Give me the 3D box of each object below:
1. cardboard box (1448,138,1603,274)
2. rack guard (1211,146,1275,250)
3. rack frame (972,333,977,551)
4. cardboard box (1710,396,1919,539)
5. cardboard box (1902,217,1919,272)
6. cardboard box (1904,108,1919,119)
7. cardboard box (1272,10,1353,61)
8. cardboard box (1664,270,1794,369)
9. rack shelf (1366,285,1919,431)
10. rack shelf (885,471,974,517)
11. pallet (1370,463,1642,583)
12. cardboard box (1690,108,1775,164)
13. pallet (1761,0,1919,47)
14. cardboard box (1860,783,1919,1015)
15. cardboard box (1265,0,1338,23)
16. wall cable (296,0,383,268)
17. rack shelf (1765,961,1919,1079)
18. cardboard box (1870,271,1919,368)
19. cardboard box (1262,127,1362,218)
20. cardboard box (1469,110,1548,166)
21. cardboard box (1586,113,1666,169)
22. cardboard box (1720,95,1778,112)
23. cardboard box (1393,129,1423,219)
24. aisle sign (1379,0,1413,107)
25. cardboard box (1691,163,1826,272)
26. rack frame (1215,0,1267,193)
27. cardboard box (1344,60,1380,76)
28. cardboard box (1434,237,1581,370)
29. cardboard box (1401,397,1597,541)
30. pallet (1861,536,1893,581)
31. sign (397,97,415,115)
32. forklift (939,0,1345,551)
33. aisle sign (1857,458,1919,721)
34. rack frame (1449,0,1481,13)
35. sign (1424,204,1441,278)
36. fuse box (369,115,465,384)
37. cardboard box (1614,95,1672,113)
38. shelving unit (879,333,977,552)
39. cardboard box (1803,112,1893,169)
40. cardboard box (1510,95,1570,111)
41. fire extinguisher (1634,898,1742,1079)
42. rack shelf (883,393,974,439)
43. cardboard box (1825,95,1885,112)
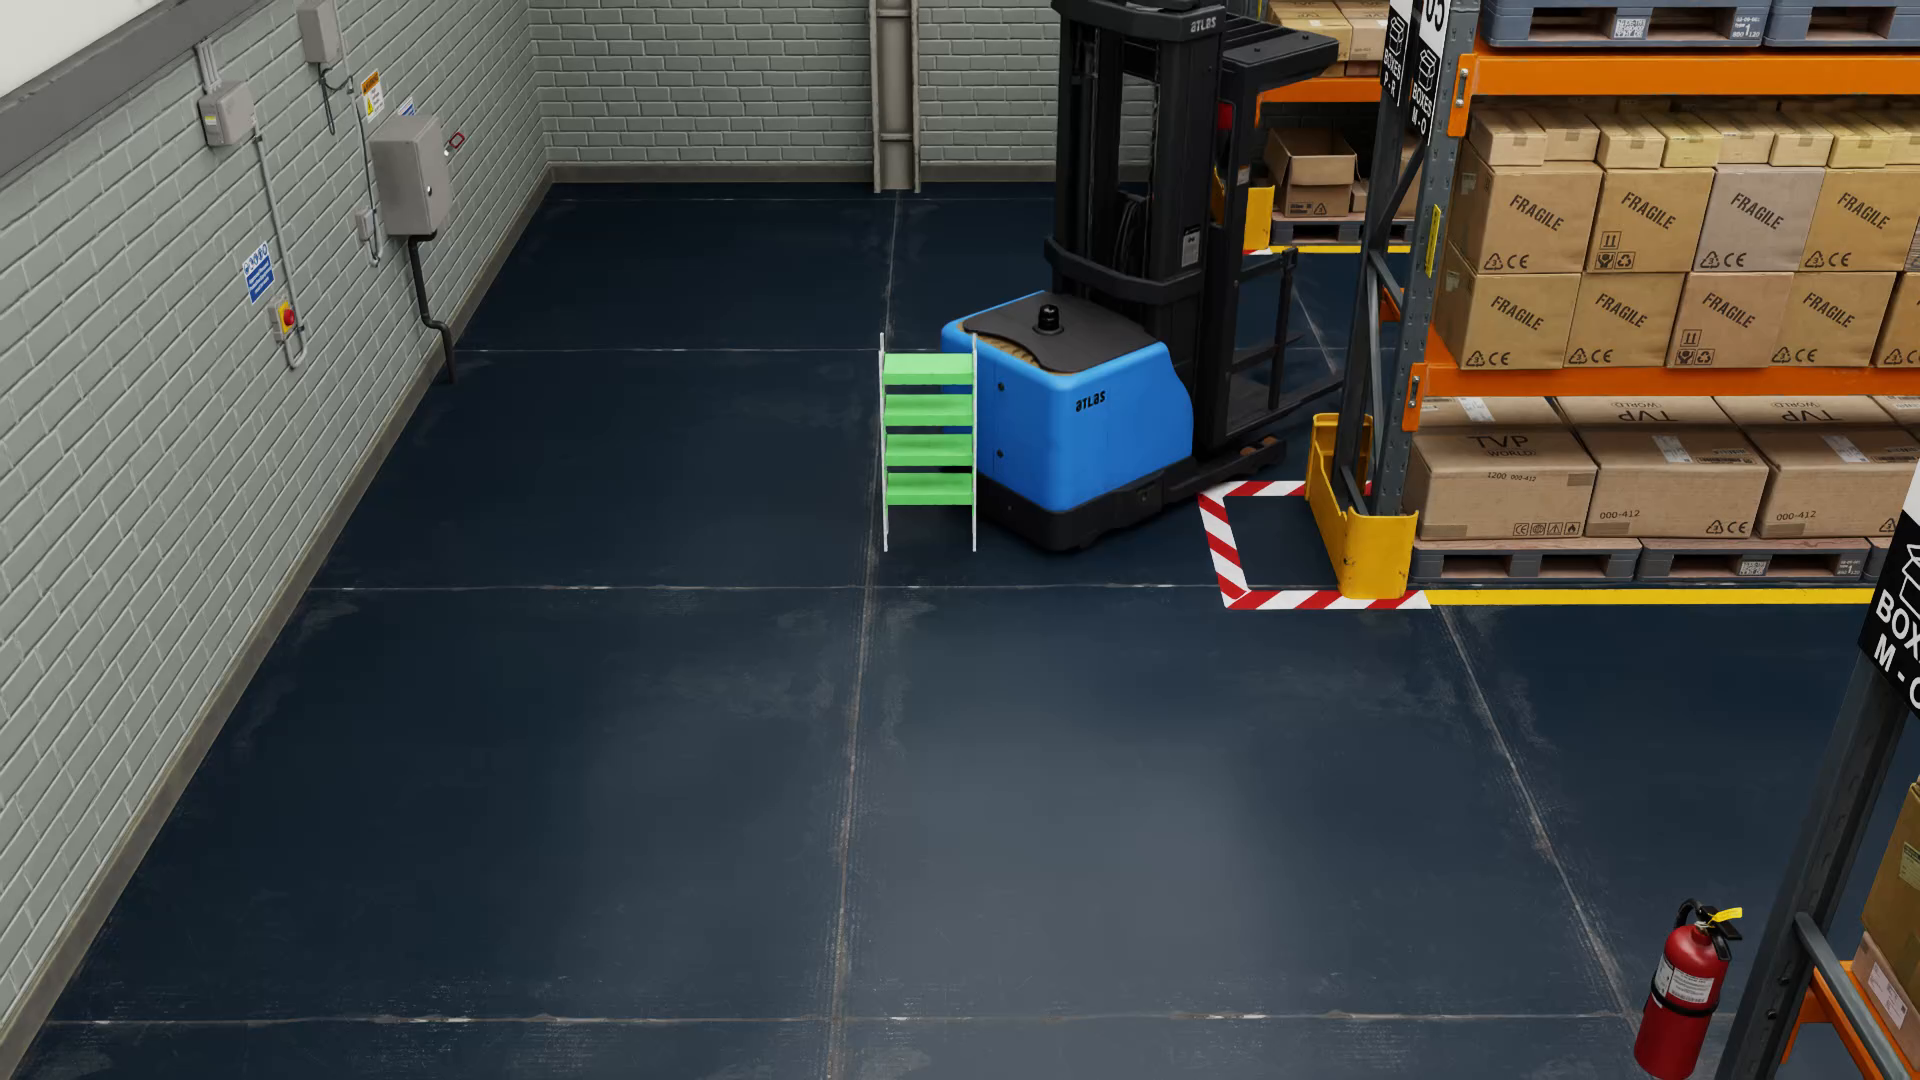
[{"bbox_3d":[2.683,-1.598,7.932,0.500,0.500,0.500,-1,31,-1],"label":"cardboard box"},{"bbox_3d":[2.243,-2.780,13.350,0.348,0.500,1.175,0,31,0],"label":"rack guard"},{"bbox_3d":[0.078,-0.513,8.939,0.015,1.200,0.240,0,31,0],"label":"rack frame"},{"bbox_3d":[4.677,-0.421,9.118,0.875,0.438,0.875,-1,31,-2],"label":"cardboard box"},{"bbox_3d":[4.714,-1.608,7.949,0.500,0.500,0.500,0,31,0],"label":"cardboard box"},{"bbox_3d":[4.616,-1.897,7.799,0.250,0.149,0.380,-1,31,-1],"label":"cardboard box"},{"bbox_3d":[2.623,-3.773,12.435,0.500,0.250,0.500,0,31,0],"label":"cardboard box"},{"bbox_3d":[3.697,-1.178,8.203,0.500,0.500,0.500,0,31,-1],"label":"cardboard box"},{"bbox_3d":[4.201,-0.973,8.655,4.000,0.370,1.077,0,31,0],"label":"rack shelf"},{"bbox_3d":[-0.166,-0.253,9.096,0.480,0.148,0.258,0,31,0],"label":"rack shelf"},{"bbox_3d":[3.000,-0.125,9.252,1.213,0.211,1.003,0,31,0],"label":"pallet"},{"bbox_3d":[3.605,-1.897,7.798,0.250,0.149,0.380,0,31,0],"label":"cardboard box"},{"bbox_3d":[4.166,-2.532,7.725,1.213,0.211,1.003,0,31,0],"label":"pallet"},{"bbox_3d":[2.780,0.988,4.346,0.500,0.500,0.500,0,31,1],"label":"cardboard box"},{"bbox_3d":[2.626,-4.051,12.893,0.500,0.250,0.500,1,31,1],"label":"cardboard box"},{"bbox_3d":[-3.458,-2.414,9.358,0.122,1.984,0.588,0,31,0],"label":"wall cable"},{"bbox_3d":[4.332,1.595,4.424,4.000,0.370,1.077,0,31,0],"label":"rack shelf"},{"bbox_3d":[4.722,-1.182,8.209,0.500,0.500,0.500,-1,31,-1],"label":"cardboard box"},{"bbox_3d":[2.780,-2.914,13.162,0.637,0.503,0.797,-1,31,-2],"label":"cardboard box"},{"bbox_3d":[2.558,-1.879,7.770,0.250,0.149,0.380,0,31,1],"label":"cardboard box"},{"bbox_3d":[3.080,-1.858,7.735,0.250,0.149,0.380,1,31,1],"label":"cardboard box"},{"bbox_3d":[3.835,-2.159,8.231,0.250,0.149,0.380,1,31,1],"label":"cardboard box"},{"bbox_3d":[3.635,-2.895,13.134,0.500,0.500,0.700,1,31,2],"label":"cardboard box"},{"bbox_3d":[2.127,-2.546,8.048,0.004,0.787,0.394,0,31,0],"label":"aisle sign"},{"bbox_3d":[3.714,-1.609,7.950,0.500,0.500,0.500,0,31,-1],"label":"cardboard box"},{"bbox_3d":[2.167,-3.849,12.702,0.127,3.000,1.000,0,31,0],"label":"rack frame"},{"bbox_3d":[3.014,-3.644,12.606,0.250,0.149,0.380,-1,31,-1],"label":"cardboard box"},{"bbox_3d":[2.683,-1.169,8.189,0.500,0.500,0.500,0,31,-1],"label":"cardboard box"},{"bbox_3d":[2.861,-0.412,9.103,0.875,0.438,0.875,-1,31,-2],"label":"cardboard box"},{"bbox_3d":[5.440,-0.133,9.265,1.213,0.211,1.003,0,31,0],"label":"pallet"},{"bbox_3d":[-3.514,-2.549,10.652,0.001,0.494,0.329,0,31,0],"label":"sign"},{"bbox_3d":[1.328,-1.825,9.433,3.031,2.935,1.130,-24,39,-34],"label":"forklift"},{"bbox_3d":[2.257,0.026,3.809,0.004,0.787,0.394,0,31,0],"label":"aisle sign"},{"bbox_3d":[2.201,-3.839,6.902,0.127,3.000,1.000,0,31,0],"label":"rack frame"},{"bbox_3d":[2.199,-1.390,7.739,0.005,0.325,0.100,0,31,0],"label":"sign"},{"bbox_3d":[-3.304,-1.784,10.540,0.414,1.711,0.539,0,31,0],"label":"fuse box"},{"bbox_3d":[3.322,-2.164,8.239,0.250,0.149,0.380,1,31,1],"label":"cardboard box"},{"bbox_3d":[-0.166,-0.512,8.938,0.503,1.200,0.258,0,31,0],"label":"shelving unit"},{"bbox_3d":[4.109,-1.862,7.742,0.250,0.149,0.380,-1,31,-1],"label":"cardboard box"},{"bbox_3d":[2.813,-2.140,8.199,0.250,0.149,0.380,0,31,1],"label":"cardboard box"},{"bbox_3d":[2.077,1.247,4.737,0.183,0.674,0.296,0,31,0],"label":"fire extinguisher"},{"bbox_3d":[-0.166,-0.663,8.847,0.480,0.148,0.258,0,31,0],"label":"rack shelf"},{"bbox_3d":[4.361,-2.173,8.254,0.250,0.149,0.380,0,31,0],"label":"cardboard box"}]
